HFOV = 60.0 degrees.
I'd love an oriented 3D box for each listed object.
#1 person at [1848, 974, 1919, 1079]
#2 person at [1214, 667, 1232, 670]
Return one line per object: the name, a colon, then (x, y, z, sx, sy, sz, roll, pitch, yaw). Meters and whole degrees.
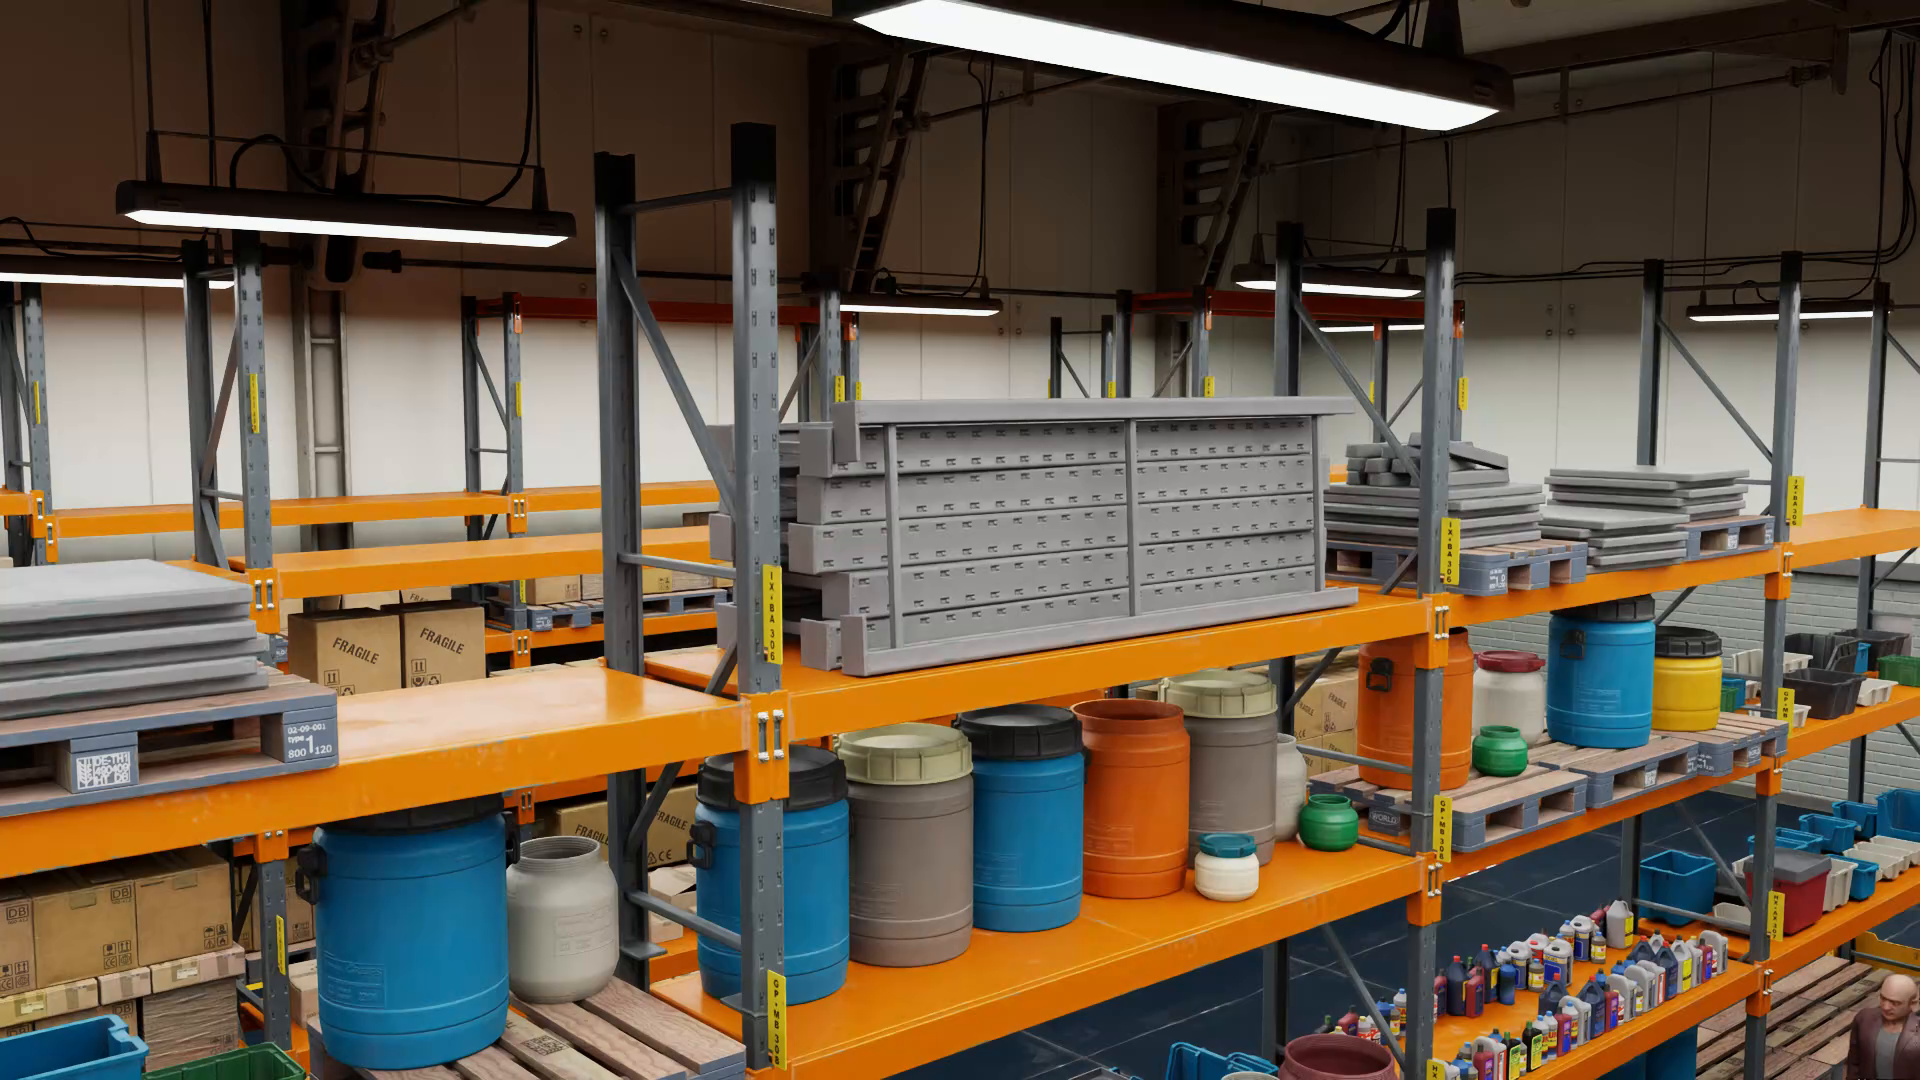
person: (5.365, 3.397, 9.569, 0.640, 1.828, 0.625, -4, 7, -34)
person: (3.482, 2.302, 21.824, 0.592, 1.615, 0.543, 5, 7, 41)
